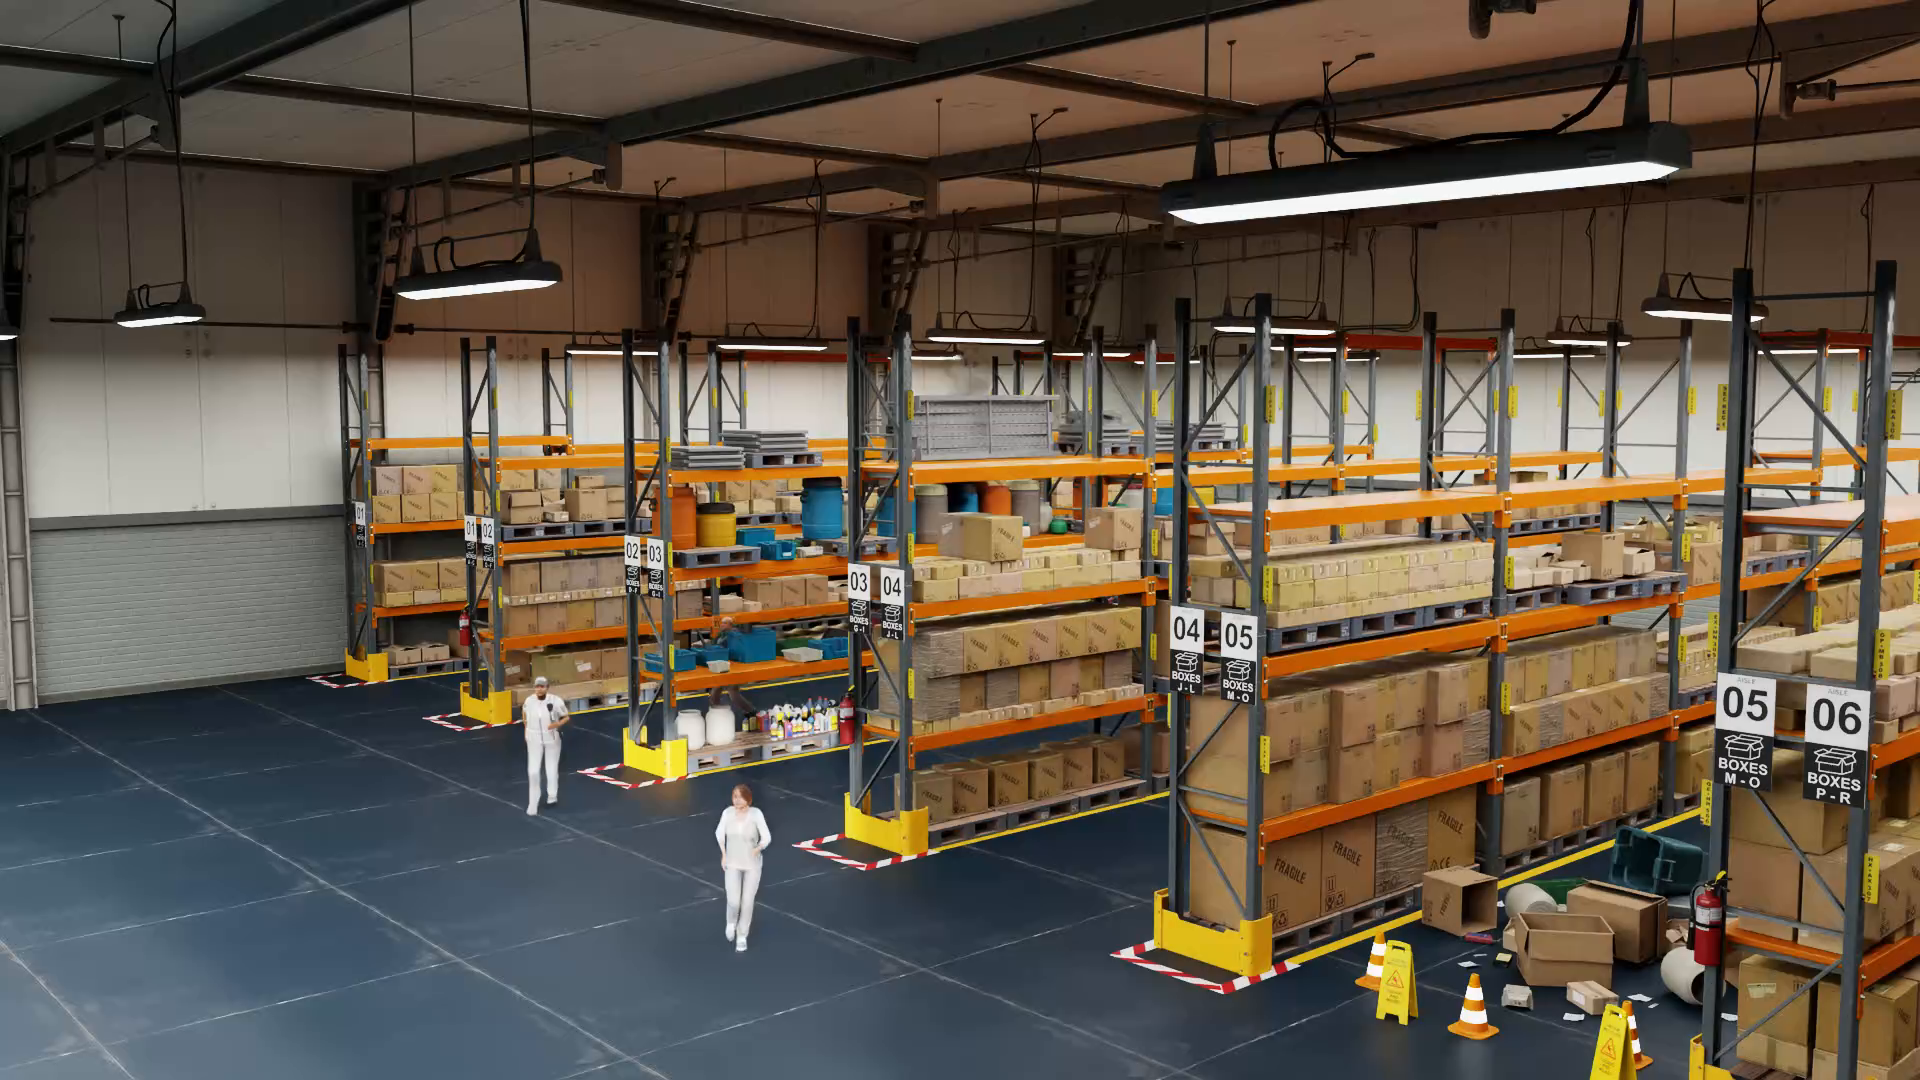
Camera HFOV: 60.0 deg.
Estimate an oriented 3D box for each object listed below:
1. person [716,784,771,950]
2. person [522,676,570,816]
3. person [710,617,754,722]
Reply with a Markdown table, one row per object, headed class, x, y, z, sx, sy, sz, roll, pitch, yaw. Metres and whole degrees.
| class | x | y | z | sx | sy | sz | roll | pitch | yaw |
| --- | --- | --- | --- | --- | --- | --- | --- | --- | --- |
| person | -1.999 | 3.020 | 15.285 | 0.521 | 1.567 | 0.540 | 0 | 5 | -2 |
| person | -5.095 | 2.517 | 20.468 | 0.595 | 1.719 | 0.746 | -1 | 5 | -8 |
| person | -3.556 | 2.018 | 25.326 | 0.656 | 1.705 | 0.969 | 4 | 6 | 37 |
